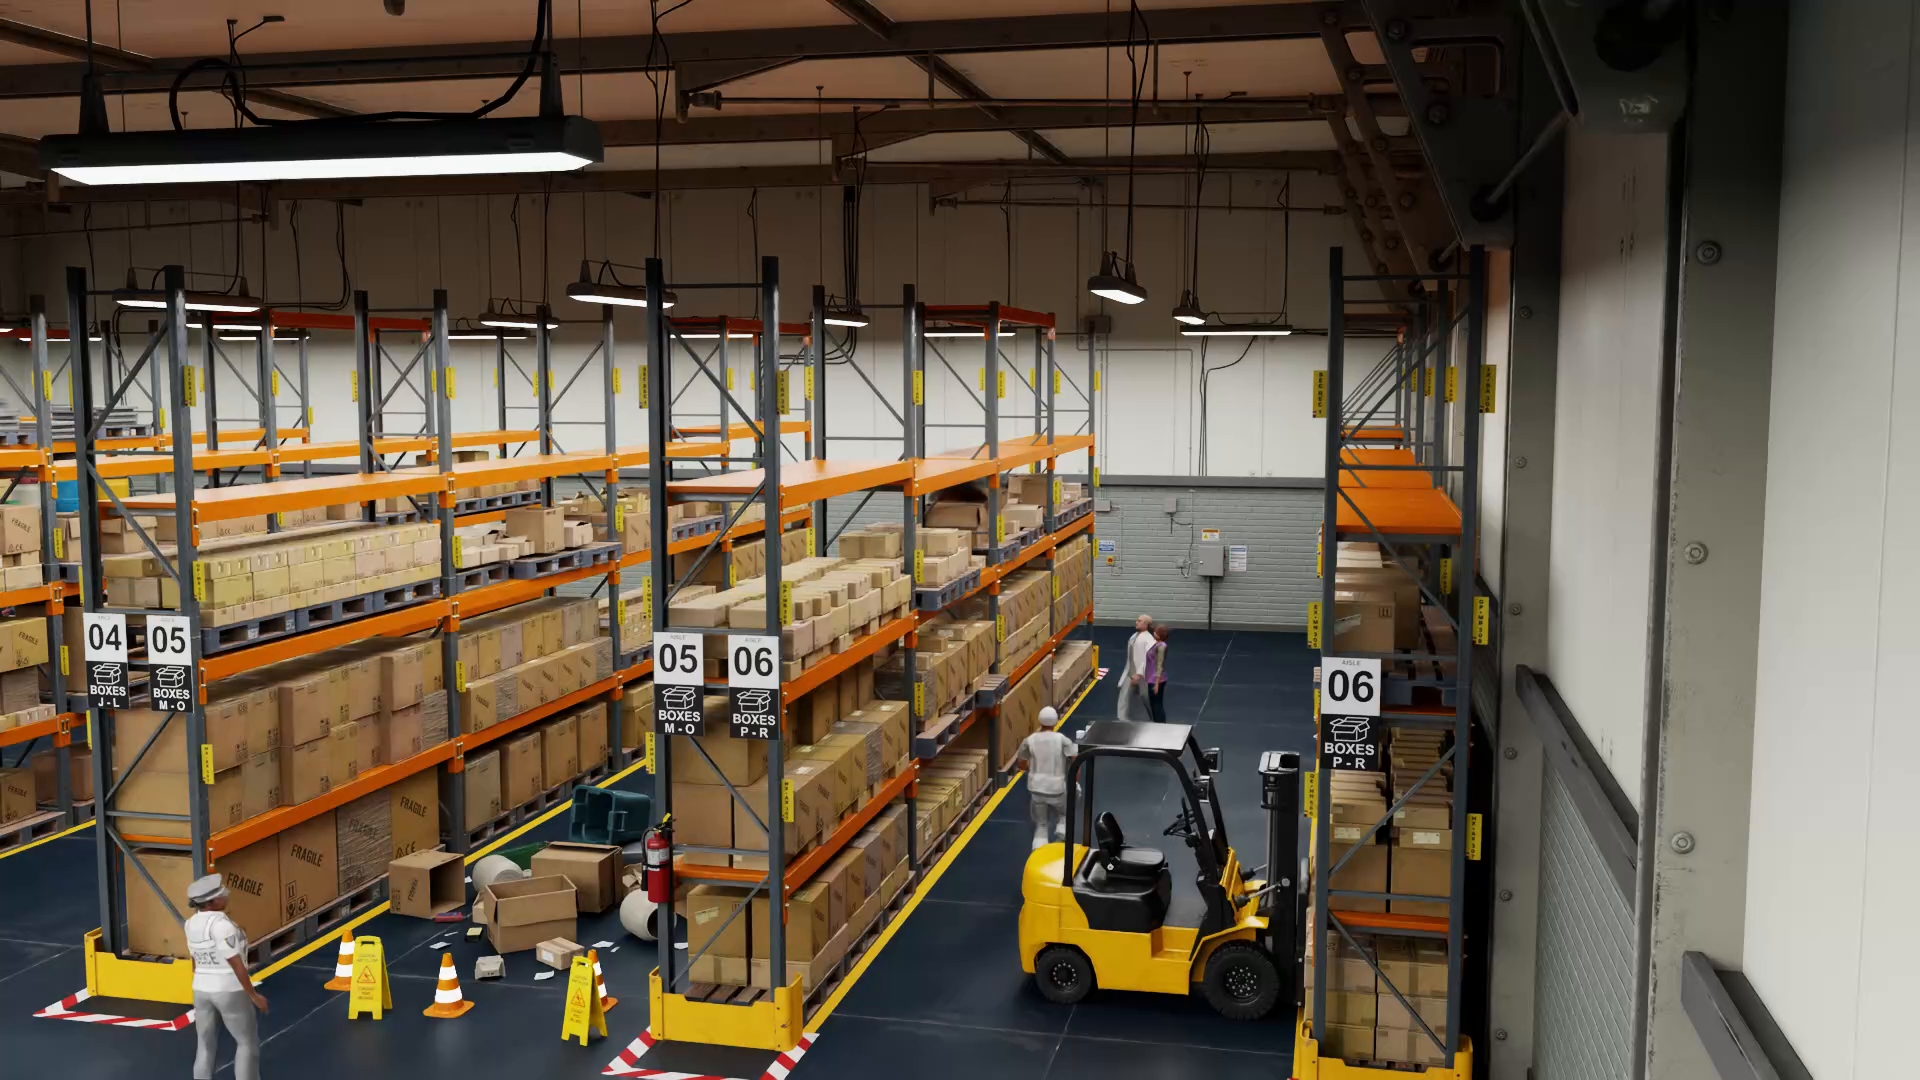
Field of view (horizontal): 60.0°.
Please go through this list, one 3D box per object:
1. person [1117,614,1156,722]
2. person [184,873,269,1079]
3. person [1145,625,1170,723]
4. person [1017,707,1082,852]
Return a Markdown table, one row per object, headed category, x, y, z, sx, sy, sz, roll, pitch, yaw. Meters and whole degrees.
| category | x | y | z | sx | sy | sz | roll | pitch | yaw |
| --- | --- | --- | --- | --- | --- | --- | --- | --- | --- |
| person | 2.515 | 1.920 | 23.485 | 0.544 | 1.727 | 1.074 | 4 | 7 | 36 |
| person | -5.072 | 3.163 | 11.533 | 0.654 | 1.702 | 0.441 | 2 | 6 | 19 |
| person | 2.680 | 1.954 | 22.695 | 0.336 | 1.578 | 0.463 | 2 | 6 | 21 |
| person | 0.955 | 2.571 | 17.152 | 0.693 | 1.749 | 0.619 | 2 | 6 | 19 |
